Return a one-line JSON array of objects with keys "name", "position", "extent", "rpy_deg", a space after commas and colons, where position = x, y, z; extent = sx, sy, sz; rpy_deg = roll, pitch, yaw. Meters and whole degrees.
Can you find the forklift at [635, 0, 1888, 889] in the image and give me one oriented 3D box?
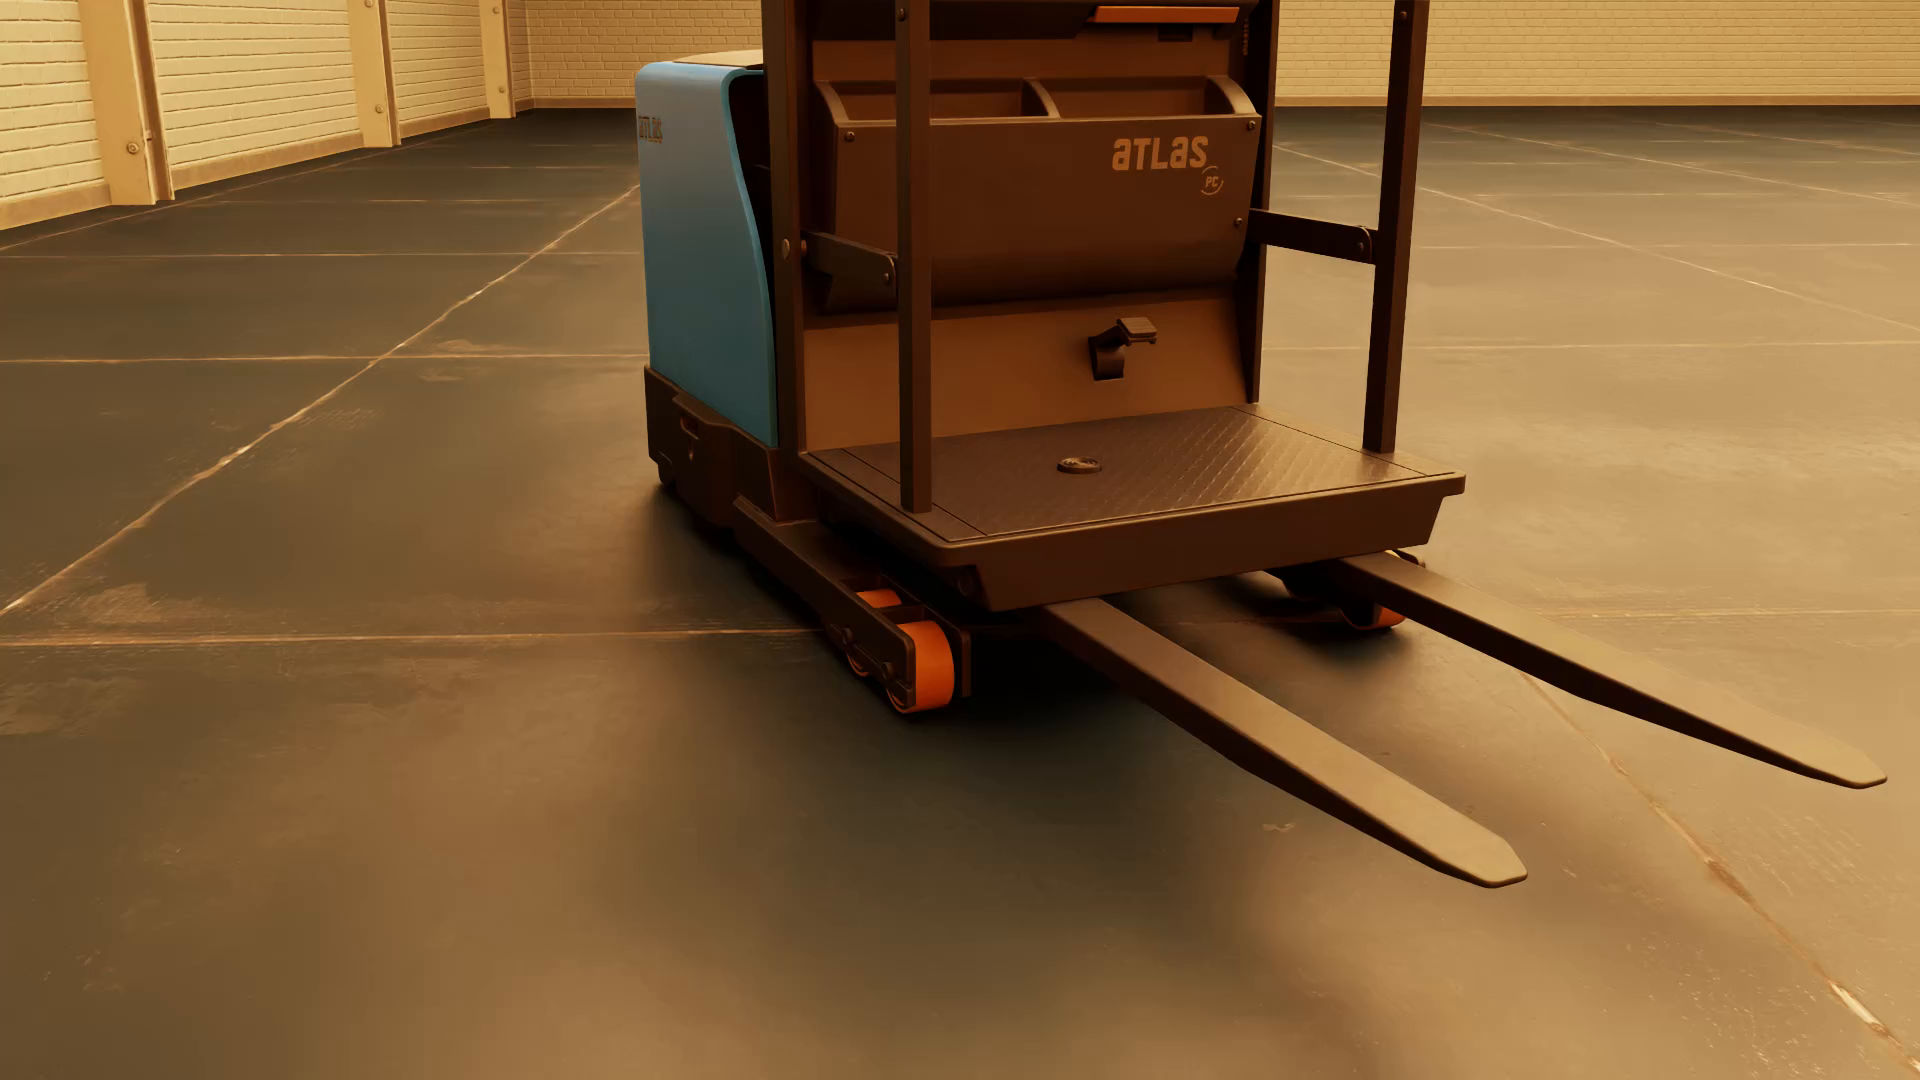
[{"name": "forklift", "position": [0.258, -1.240, 2.962], "extent": [1.130, 2.935, 3.031], "rpy_deg": [-8, 19, -24]}]
